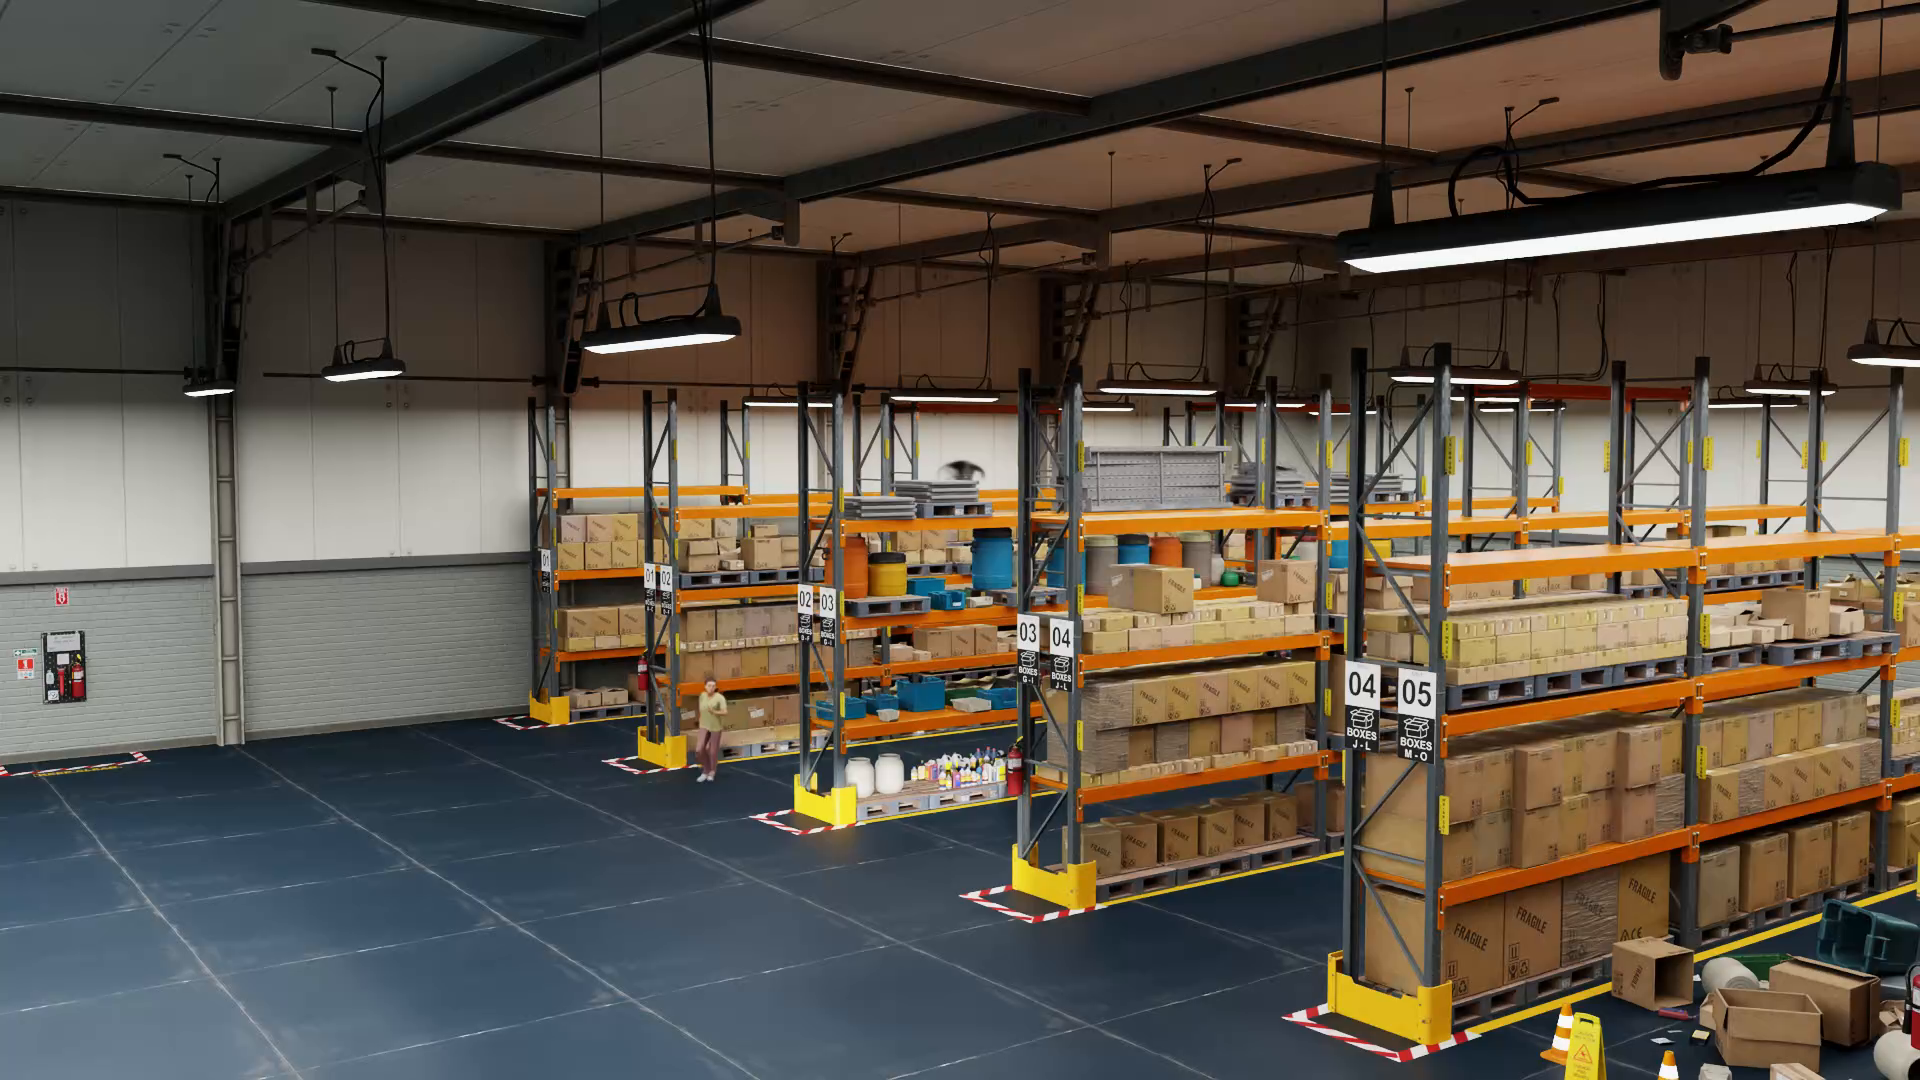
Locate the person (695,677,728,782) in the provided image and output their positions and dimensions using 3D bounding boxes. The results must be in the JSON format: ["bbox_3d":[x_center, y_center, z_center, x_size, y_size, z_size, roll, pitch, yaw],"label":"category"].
[{"bbox_3d":[-3.743,2.871,25.188,0.535,1.623,0.818,0,3,5],"label":"person"}]

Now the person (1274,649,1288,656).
[{"bbox_3d":[6.101,2.544,31.297,0.806,1.527,0.489,-2,4,-29],"label":"person"}]
